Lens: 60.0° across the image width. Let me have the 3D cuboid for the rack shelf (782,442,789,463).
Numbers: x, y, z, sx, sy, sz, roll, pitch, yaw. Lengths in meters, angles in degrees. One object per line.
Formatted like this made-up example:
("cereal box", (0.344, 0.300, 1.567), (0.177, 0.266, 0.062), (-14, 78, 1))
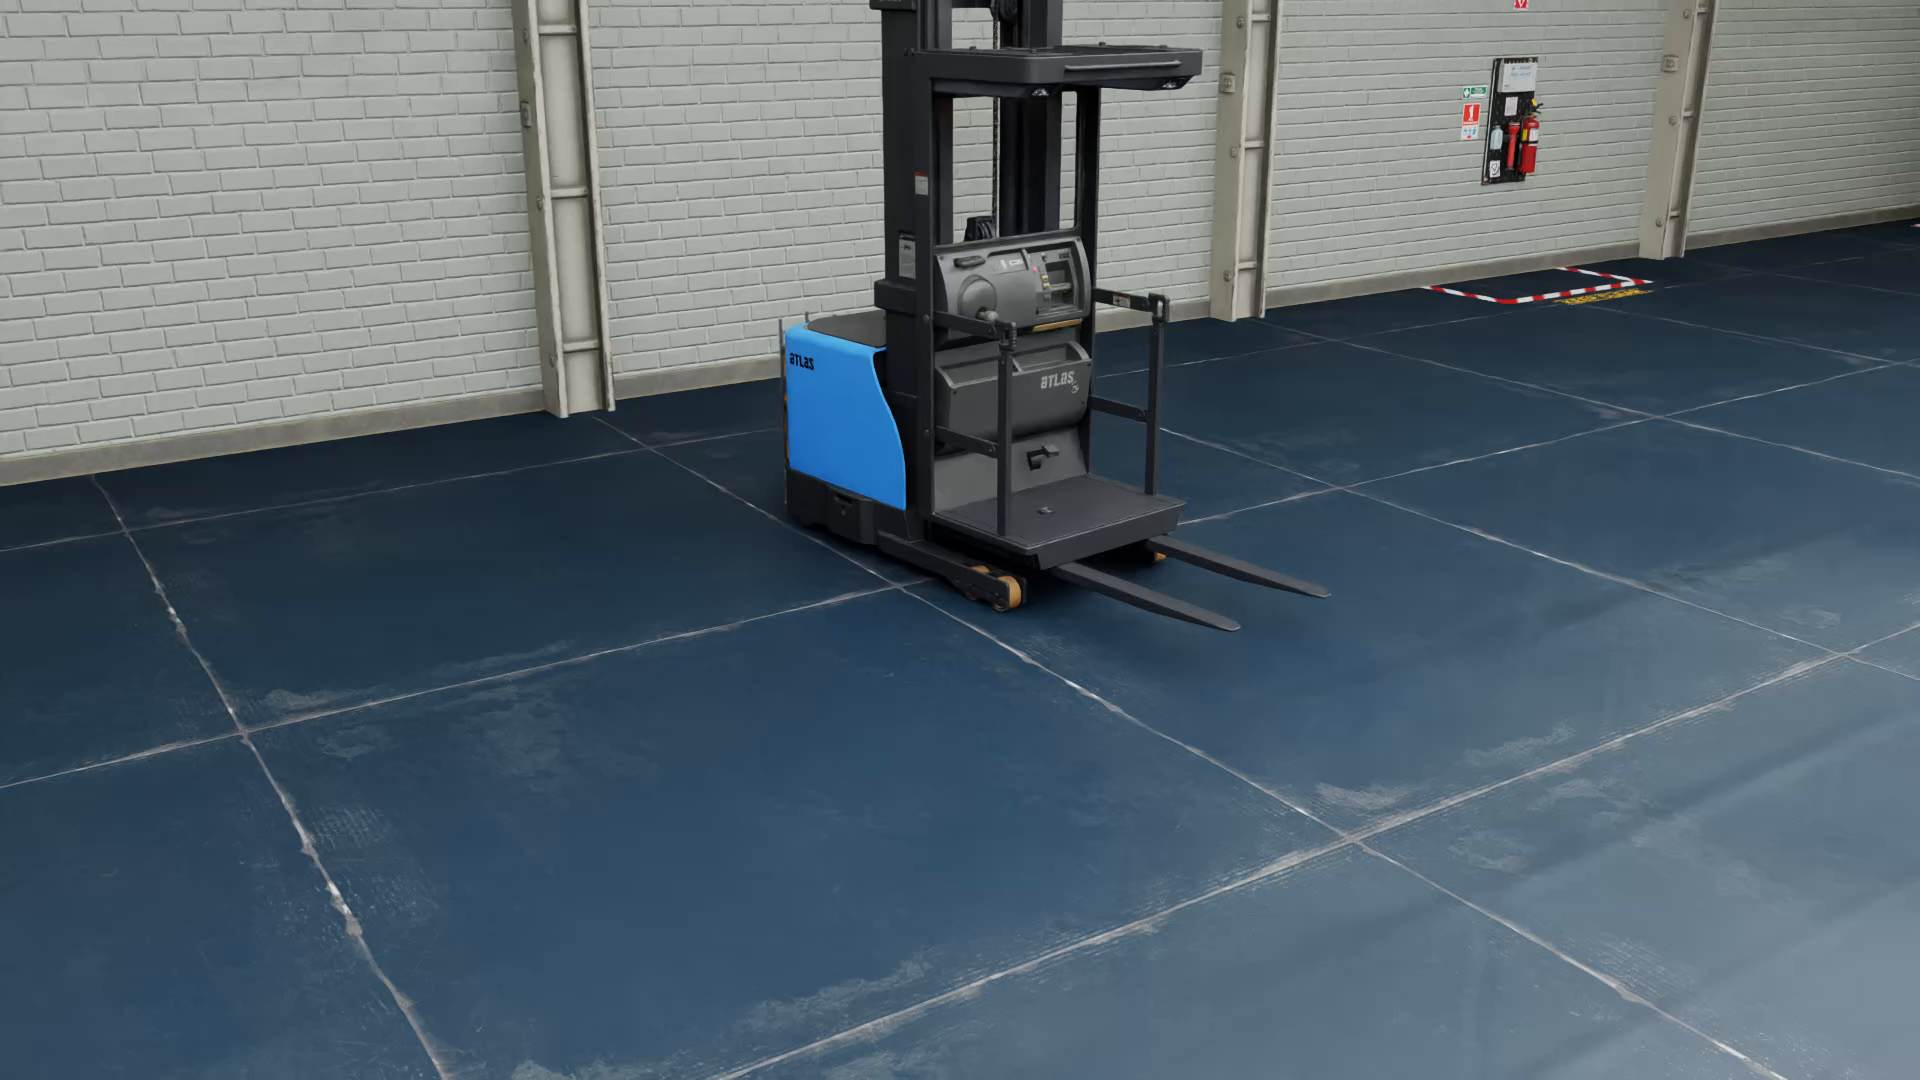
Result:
("rack shelf", (-0.836, -0.447, 9.327), (0.215, 0.259, 0.240), (11, 22, 29))

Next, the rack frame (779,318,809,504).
("rack frame", (-0.897, -0.686, 9.134), (0.200, 1.050, 0.008), (11, 22, 29))

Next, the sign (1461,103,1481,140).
("sign", (4.818, -3.949, 15.687), (0.234, 0.329, 0.001), (-12, 22, -31))

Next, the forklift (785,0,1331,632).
("forklift", (0.405, -1.237, 7.828), (1.130, 2.935, 3.031), (-15, 24, -38))

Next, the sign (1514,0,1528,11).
("sign", (5.275, -5.125, 15.602), (0.199, 0.298, 0.001), (-12, 22, -31))

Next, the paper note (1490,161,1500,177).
("paper note", (5.151, -3.572, 16.002), (0.142, 0.148, 0.016), (-12, 22, -31))

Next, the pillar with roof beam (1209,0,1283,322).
("pillar with roof beam", (4.778, -5.061, 9.663), (0.400, 9.000, 9.100), (-12, 22, -31))

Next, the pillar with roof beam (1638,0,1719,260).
("pillar with roof beam", (9.789, -6.118, 12.789), (0.400, 9.000, 9.100), (-12, 22, -31))

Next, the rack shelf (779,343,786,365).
("rack shelf", (-0.833, -0.979, 9.145), (0.215, 0.259, 0.240), (11, 22, 29))

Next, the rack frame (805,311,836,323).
("rack frame", (-0.772, -0.754, 9.333), (0.200, 1.050, 0.008), (11, 22, 29))

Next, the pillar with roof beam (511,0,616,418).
("pillar with roof beam", (-0.233, -4.004, 6.537), (0.400, 9.000, 9.100), (-12, 22, -31))

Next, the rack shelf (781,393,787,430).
("rack shelf", (-0.834, -0.710, 9.237), (0.215, 0.259, 0.240), (11, 22, 29))

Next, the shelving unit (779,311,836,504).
("shelving unit", (-0.834, -0.720, 9.233), (0.215, 1.050, 0.252), (11, 22, 29))

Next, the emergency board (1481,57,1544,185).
("emergency board", (5.337, -4.002, 15.899), (0.643, 1.169, 0.194), (-12, 22, -31))

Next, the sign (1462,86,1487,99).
("sign", (4.827, -4.199, 15.597), (0.331, 0.109, 0.001), (-12, 22, -31))
